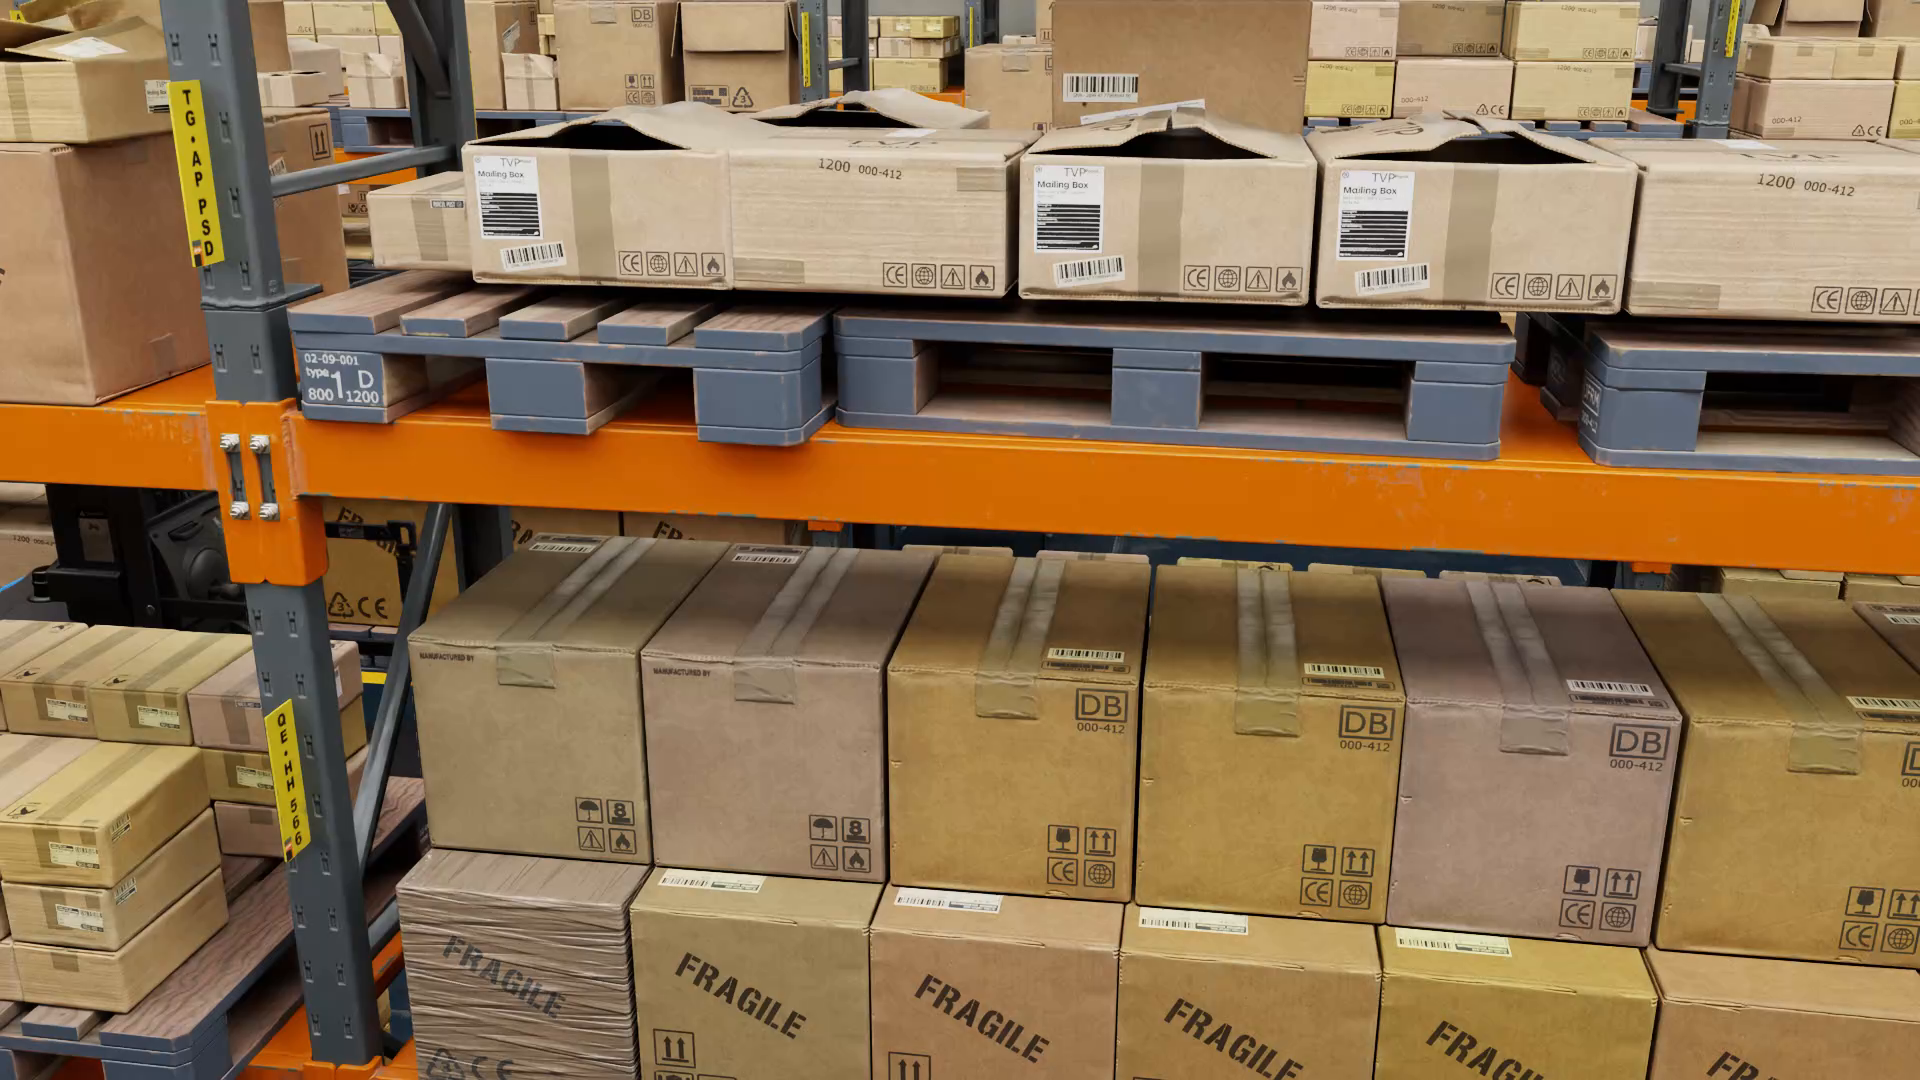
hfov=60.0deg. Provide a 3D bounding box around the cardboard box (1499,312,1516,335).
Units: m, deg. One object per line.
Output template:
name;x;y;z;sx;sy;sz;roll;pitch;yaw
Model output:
cardboard box;2.356;-0.885;7.931;0.500;0.500;0.500;3;19;9

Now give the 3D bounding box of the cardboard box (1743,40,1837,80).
cardboard box;3.598;-2.084;7.217;0.250;0.149;0.380;3;19;8

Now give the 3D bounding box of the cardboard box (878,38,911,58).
cardboard box;-0.469;-3.780;12.753;0.250;0.149;0.380;2;19;7

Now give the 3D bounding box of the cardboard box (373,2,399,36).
cardboard box;-4.313;-4.158;13.256;0.500;0.250;0.500;3;19;9

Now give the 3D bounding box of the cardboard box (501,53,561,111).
cardboard box;-2.026;-2.240;8.093;0.258;0.266;0.396;2;19;7

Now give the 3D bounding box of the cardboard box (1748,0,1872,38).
cardboard box;6.029;-3.663;11.815;0.637;0.503;0.797;4;19;10

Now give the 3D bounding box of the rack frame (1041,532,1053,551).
rack frame;0.586;-0.681;10.976;0.032;1.500;0.500;3;19;9

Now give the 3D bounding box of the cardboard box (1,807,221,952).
cardboard box;-1.856;0.730;3.659;0.250;0.149;0.380;3;19;10

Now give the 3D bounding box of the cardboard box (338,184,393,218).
cardboard box;-5.205;-3.063;14.315;0.500;0.500;0.500;2;19;7

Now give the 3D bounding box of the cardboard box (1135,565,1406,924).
cardboard box;0.656;0.413;3.607;0.500;0.500;0.700;3;19;8

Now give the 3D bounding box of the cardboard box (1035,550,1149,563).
cardboard box;0.675;0.391;8.887;0.625;0.372;0.950;3;19;8

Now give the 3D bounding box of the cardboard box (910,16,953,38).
cardboard box;-0.214;-3.884;12.595;0.250;0.149;0.380;4;19;10

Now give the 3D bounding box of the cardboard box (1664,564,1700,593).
cardboard box;3.965;0.174;8.546;0.500;0.500;0.500;3;19;8

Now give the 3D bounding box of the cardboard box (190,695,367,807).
cardboard box;-1.742;0.525;4.271;0.250;0.149;0.380;4;19;11

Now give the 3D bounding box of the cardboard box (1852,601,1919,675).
cardboard box;2.162;0.490;3.378;0.500;0.500;0.700;3;19;8

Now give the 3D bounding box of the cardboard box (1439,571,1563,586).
cardboard box;2.820;0.500;8.560;0.625;0.372;0.950;3;19;9

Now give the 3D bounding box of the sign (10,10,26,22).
sign;-4.647;-2.455;8.246;0.005;0.325;0.100;3;19;9

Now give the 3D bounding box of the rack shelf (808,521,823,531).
rack shelf;-2.586;-0.482;9.150;4.000;0.370;1.077;3;19;9

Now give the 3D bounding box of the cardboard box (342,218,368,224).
cardboard box;-5.306;-2.548;13.958;0.500;0.250;0.500;3;19;8

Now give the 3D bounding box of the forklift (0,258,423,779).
forklift;-2.789;-0.041;6.807;3.031;2.935;1.130;3;19;9

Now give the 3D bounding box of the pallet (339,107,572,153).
pallet;-2.360;-2.126;8.501;1.213;0.211;1.003;4;19;11

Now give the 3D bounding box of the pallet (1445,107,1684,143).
pallet;2.746;-1.919;7.880;1.003;0.211;1.213;3;19;9

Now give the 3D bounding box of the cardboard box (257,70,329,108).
cardboard box;-3.367;-2.261;8.313;0.250;0.166;0.380;2;19;5

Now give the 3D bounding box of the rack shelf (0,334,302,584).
rack shelf;-3.271;-0.349;4.024;4.000;0.370;1.077;3;19;9

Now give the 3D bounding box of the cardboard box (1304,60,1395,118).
cardboard box;1.737;-2.109;7.725;0.500;0.250;0.500;3;19;9

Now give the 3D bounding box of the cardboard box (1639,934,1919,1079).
cardboard box;1.596;1.019;3.371;0.500;0.500;0.500;3;19;8

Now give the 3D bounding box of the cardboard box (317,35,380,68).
cardboard box;-4.808;-3.940;13.392;0.500;0.250;0.500;2;19;7

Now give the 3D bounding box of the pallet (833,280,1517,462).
pallet;0.452;-0.428;3.426;1.213;0.211;1.003;4;19;11

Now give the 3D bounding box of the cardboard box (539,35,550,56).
cardboard box;-3.295;-3.865;12.977;0.250;0.149;0.380;3;19;9

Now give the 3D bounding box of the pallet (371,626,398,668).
pallet;-2.579;0.475;9.552;1.213;0.211;1.003;3;19;9

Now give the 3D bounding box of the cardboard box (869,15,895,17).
cardboard box;-0.636;-4.098;13.236;0.250;0.149;0.380;3;19;8

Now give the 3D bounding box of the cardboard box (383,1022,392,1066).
cardboard box;-1.954;1.704;4.760;0.500;0.500;0.500;2;19;6

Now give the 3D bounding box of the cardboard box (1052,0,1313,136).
cardboard box;0.464;-0.883;3.511;0.500;0.500;0.500;3;19;9

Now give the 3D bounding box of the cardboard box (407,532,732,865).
cardboard box;-0.855;0.338;3.833;0.500;0.500;0.700;3;19;8

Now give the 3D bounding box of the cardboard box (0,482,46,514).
cardboard box;-6.047;-0.018;10.005;0.875;0.438;0.875;2;19;7

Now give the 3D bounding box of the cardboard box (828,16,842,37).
cardboard box;-0.972;-3.954;12.804;0.250;0.149;0.380;3;19;8

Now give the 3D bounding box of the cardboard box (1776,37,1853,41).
cardboard box;3.955;-2.266;7.760;0.250;0.149;0.380;2;19;7

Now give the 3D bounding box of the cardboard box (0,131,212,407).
cardboard box;-1.901;-0.586;3.441;0.500;0.500;0.500;3;19;9

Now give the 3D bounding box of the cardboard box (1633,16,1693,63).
cardboard box;4.905;-3.585;11.884;0.500;0.311;0.500;3;19;10

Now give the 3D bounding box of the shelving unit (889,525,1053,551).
shelving unit;0.084;-0.707;11.052;1.048;1.500;0.538;3;19;9

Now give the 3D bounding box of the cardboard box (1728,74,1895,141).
cardboard box;3.729;-1.906;7.311;0.500;0.250;0.500;3;19;7

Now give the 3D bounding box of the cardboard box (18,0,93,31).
cardboard box;-2.161;-1.132;3.868;0.258;0.266;0.396;3;19;9

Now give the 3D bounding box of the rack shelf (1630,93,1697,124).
rack shelf;6.097;-3.057;12.119;4.000;0.370;1.077;3;19;9

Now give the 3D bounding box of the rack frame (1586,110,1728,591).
rack frame;3.338;-0.521;8.133;0.127;3.000;1.000;3;19;9

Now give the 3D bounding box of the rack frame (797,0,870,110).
rack frame;-0.611;-3.567;7.783;0.127;3.000;1.000;3;19;9

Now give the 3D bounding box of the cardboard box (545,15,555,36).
cardboard box;-3.033;-4.000;12.912;0.250;0.149;0.380;3;19;8

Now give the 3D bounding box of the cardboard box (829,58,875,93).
cardboard box;-0.869;-3.604;12.856;0.500;0.250;0.500;3;19;9

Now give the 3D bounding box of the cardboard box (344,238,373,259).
cardboard box;-3.170;-1.290;8.698;0.500;0.500;0.500;2;19;7

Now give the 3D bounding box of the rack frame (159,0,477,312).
rack frame;-1.296;-2.011;3.133;0.127;3.000;1.000;3;19;9

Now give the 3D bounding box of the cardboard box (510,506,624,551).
cardboard box;-2.160;-0.021;9.325;0.875;0.875;0.875;3;19;9

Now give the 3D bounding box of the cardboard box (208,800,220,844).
cardboard box;-1.971;0.654;4.355;0.250;0.149;0.380;4;19;11

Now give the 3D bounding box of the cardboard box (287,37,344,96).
cardboard box;-3.657;-2.525;8.872;0.500;0.311;0.500;3;19;9

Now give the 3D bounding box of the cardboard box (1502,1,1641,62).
cardboard box;2.746;-2.298;7.503;0.500;0.250;0.500;3;19;10

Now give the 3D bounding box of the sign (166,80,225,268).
sign;-1.385;-0.664;3.019;0.005;0.325;0.100;3;19;9

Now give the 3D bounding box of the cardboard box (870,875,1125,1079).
cardboard box;0.104;0.943;3.598;0.500;0.500;0.500;3;19;9

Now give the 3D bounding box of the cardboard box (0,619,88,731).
cardboard box;-2.491;0.347;4.334;0.250;0.149;0.380;2;19;6

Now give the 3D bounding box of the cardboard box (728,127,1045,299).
cardboard box;-0.122;-0.634;3.160;0.500;0.250;0.500;3;19;10
